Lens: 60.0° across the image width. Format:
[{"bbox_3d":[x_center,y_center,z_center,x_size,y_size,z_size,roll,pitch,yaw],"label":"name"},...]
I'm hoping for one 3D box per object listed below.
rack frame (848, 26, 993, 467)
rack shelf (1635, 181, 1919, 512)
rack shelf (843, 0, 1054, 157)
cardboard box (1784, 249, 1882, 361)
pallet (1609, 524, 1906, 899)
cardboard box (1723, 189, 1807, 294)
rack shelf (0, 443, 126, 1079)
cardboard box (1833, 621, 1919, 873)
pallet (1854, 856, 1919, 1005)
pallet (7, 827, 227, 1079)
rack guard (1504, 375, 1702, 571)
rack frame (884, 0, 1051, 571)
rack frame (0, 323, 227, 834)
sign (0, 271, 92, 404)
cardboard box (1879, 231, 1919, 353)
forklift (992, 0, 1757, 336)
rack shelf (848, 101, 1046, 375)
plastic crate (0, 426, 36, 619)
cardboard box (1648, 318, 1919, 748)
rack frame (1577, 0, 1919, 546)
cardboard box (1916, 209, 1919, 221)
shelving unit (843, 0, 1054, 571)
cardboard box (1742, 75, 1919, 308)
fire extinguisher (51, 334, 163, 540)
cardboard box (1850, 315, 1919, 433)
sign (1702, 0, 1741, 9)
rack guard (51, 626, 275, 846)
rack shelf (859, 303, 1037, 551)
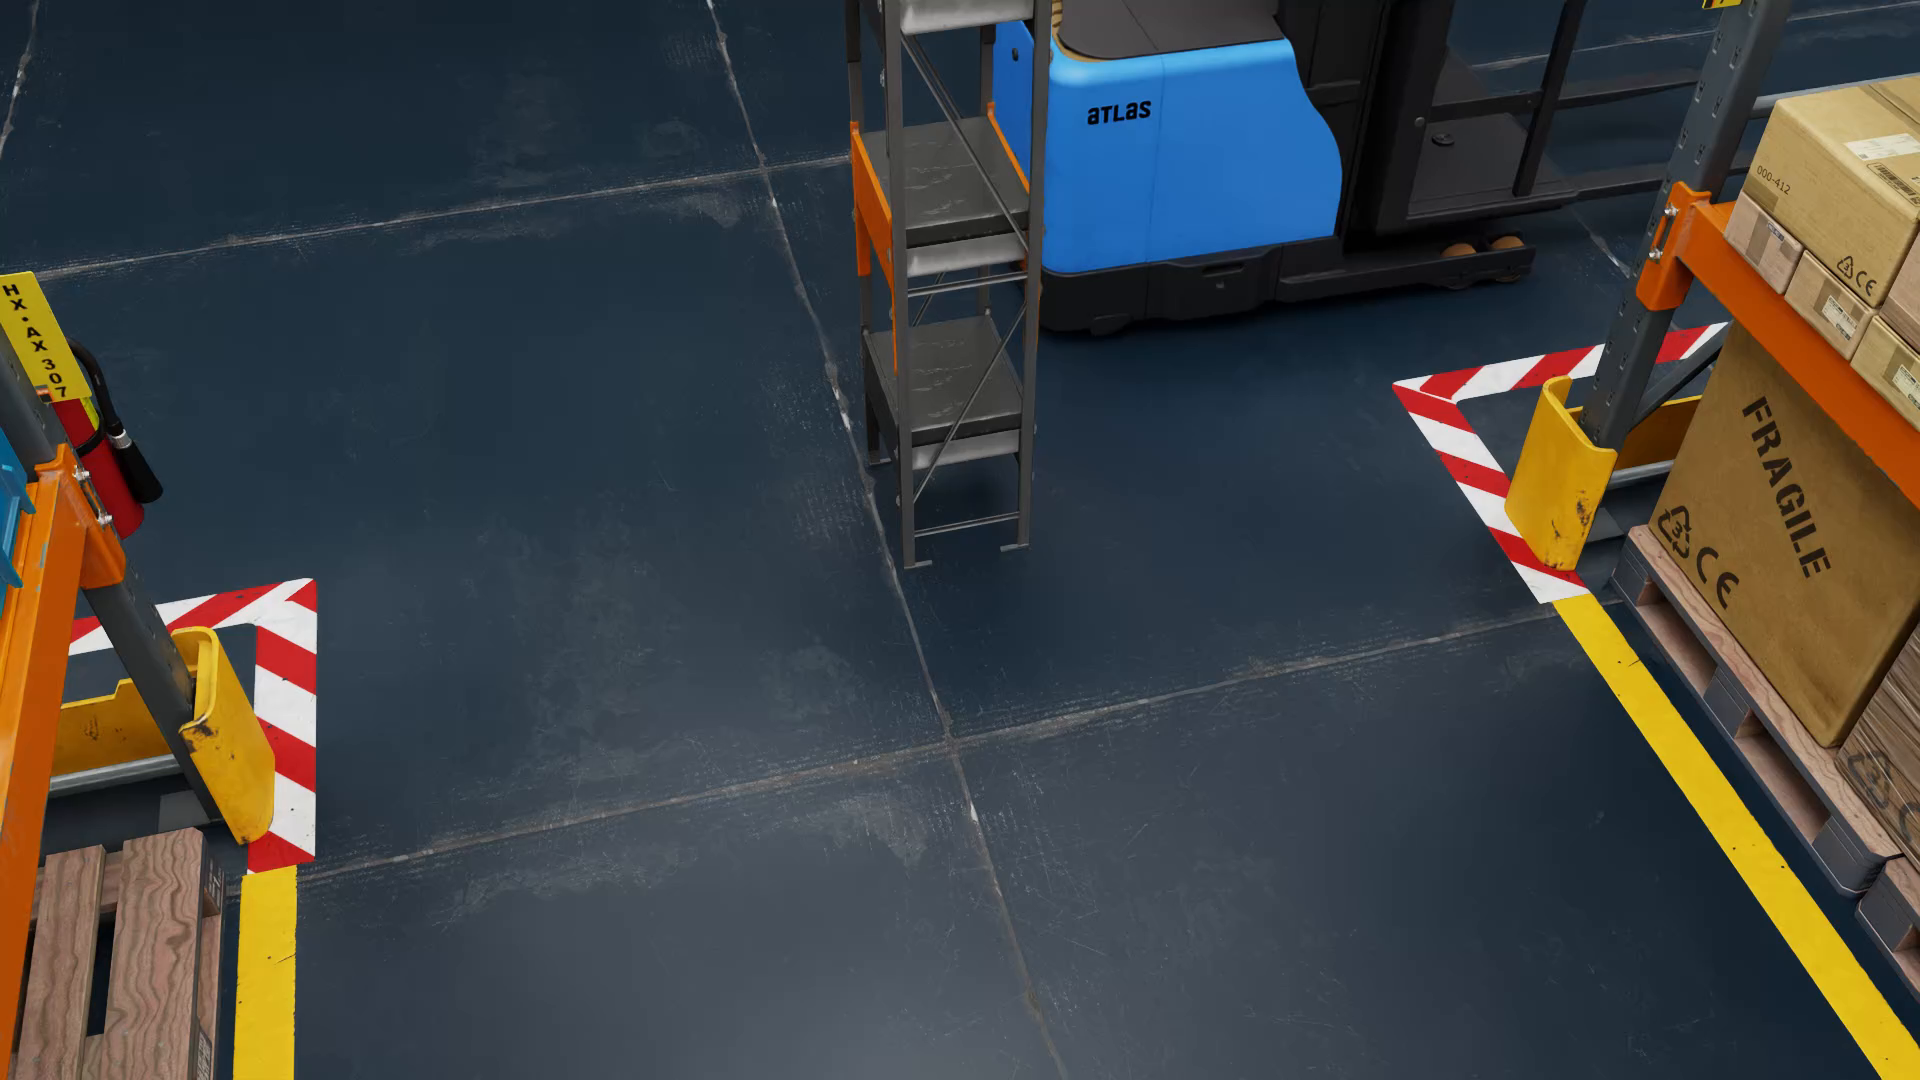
[{"bbox_3d":[-0.105,-1.018,4.777,0.400,2.100,0.015,-11,47,-10],"label":"rack frame"},{"bbox_3d":[2.863,0.481,3.182,1.077,0.370,4.000,-11,47,-10],"label":"rack shelf"},{"bbox_3d":[-0.042,-1.330,4.122,0.431,0.518,0.480,-11,47,-10],"label":"rack shelf"},{"bbox_3d":[2.190,-0.581,3.896,0.380,0.149,0.250,-11,47,-11],"label":"cardboard box"},{"bbox_3d":[2.631,0.362,4.747,1.003,0.211,1.213,-11,47,-10],"label":"pallet"},{"bbox_3d":[2.123,-0.758,4.069,0.380,0.149,0.250,-10,46,-10],"label":"cardboard box"},{"bbox_3d":[-1.925,1.387,2.295,1.077,0.370,4.000,-11,47,-10],"label":"rack shelf"},{"bbox_3d":[2.825,0.501,3.853,0.875,0.875,0.875,-11,47,-10],"label":"cardboard box"},{"bbox_3d":[2.940,1.203,3.924,1.003,0.211,1.213,-11,47,-10],"label":"pallet"},{"bbox_3d":[-2.263,1.306,3.822,1.003,0.211,1.213,-11,47,-10],"label":"pallet"},{"bbox_3d":[2.345,-0.293,5.187,1.175,0.500,0.348,-11,47,-10],"label":"rack guard"},{"bbox_3d":[0.020,-0.681,4.447,0.400,2.100,0.015,-11,47,-10],"label":"rack frame"},{"bbox_3d":[-2.437,-0.246,3.391,1.000,3.000,0.127,-11,47,-10],"label":"rack frame"},{"bbox_3d":[-1.909,-0.415,3.442,0.100,0.325,0.005,-11,47,-10],"label":"sign"},{"bbox_3d":[2.352,-0.465,3.502,0.500,0.250,0.500,-11,47,-11],"label":"cardboard box"},{"bbox_3d":[1.638,-2.312,5.464,3.031,2.935,1.130,-10,46,-9],"label":"forklift"},{"bbox_3d":[-0.042,-0.840,4.622,0.431,0.518,0.480,-11,47,-10],"label":"rack shelf"},{"bbox_3d":[-2.171,-0.082,3.164,0.616,0.435,0.499,-11,47,-10],"label":"plastic crate"},{"bbox_3d":[2.592,-0.128,4.469,0.875,0.875,0.875,-11,47,-10],"label":"cardboard box"},{"bbox_3d":[2.351,-1.152,4.278,1.000,3.000,0.127,-11,47,-10],"label":"rack frame"},{"bbox_3d":[2.341,-0.740,3.246,0.500,0.500,0.500,-12,47,-11],"label":"cardboard box"},{"bbox_3d":[-0.042,-0.849,4.612,0.431,2.100,0.503,-11,47,-10],"label":"shelving unit"},{"bbox_3d":[2.213,-0.823,3.853,0.500,0.250,0.500,-12,47,-11],"label":"cardboard box"},{"bbox_3d":[-2.036,-0.276,3.735,0.296,0.674,0.183,-11,47,-10],"label":"fire extinguisher"},{"bbox_3d":[2.256,-0.405,3.722,0.380,0.149,0.250,-12,47,-11],"label":"cardboard box"},{"bbox_3d":[1.813,-1.385,3.846,0.100,0.325,0.005,-11,47,-10],"label":"sign"},{"bbox_3d":[-2.456,0.615,4.298,1.175,0.500,0.348,-11,47,-10],"label":"rack guard"},{"bbox_3d":[-0.042,-0.350,5.122,0.431,0.518,0.480,-11,47,-10],"label":"rack shelf"}]
